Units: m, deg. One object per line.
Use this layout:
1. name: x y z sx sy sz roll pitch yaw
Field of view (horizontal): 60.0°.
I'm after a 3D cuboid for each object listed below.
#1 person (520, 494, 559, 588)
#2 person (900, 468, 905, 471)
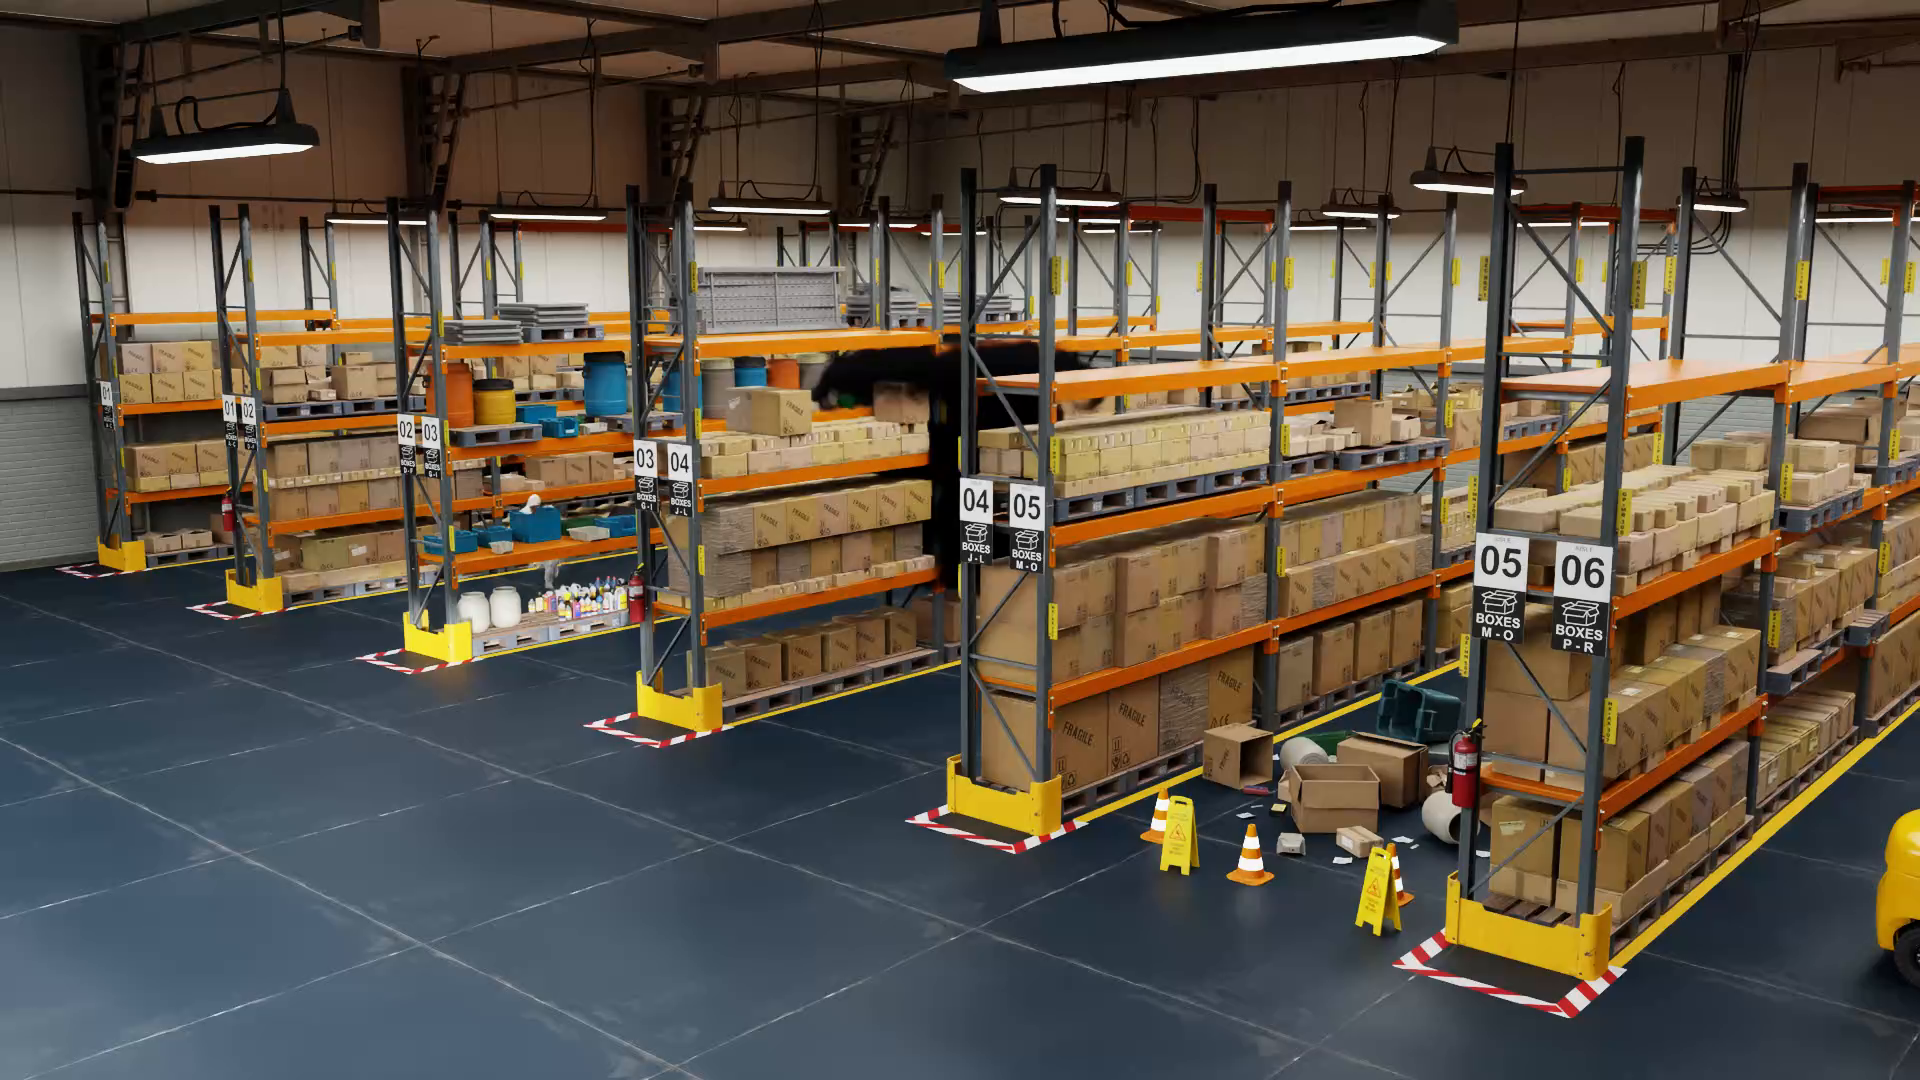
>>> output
1. person: -6.689 0.008 26.543 0.729 1.563 0.932 1 10 8
2. person: -1.172 -2.288 39.530 0.805 1.846 0.642 7 12 37
